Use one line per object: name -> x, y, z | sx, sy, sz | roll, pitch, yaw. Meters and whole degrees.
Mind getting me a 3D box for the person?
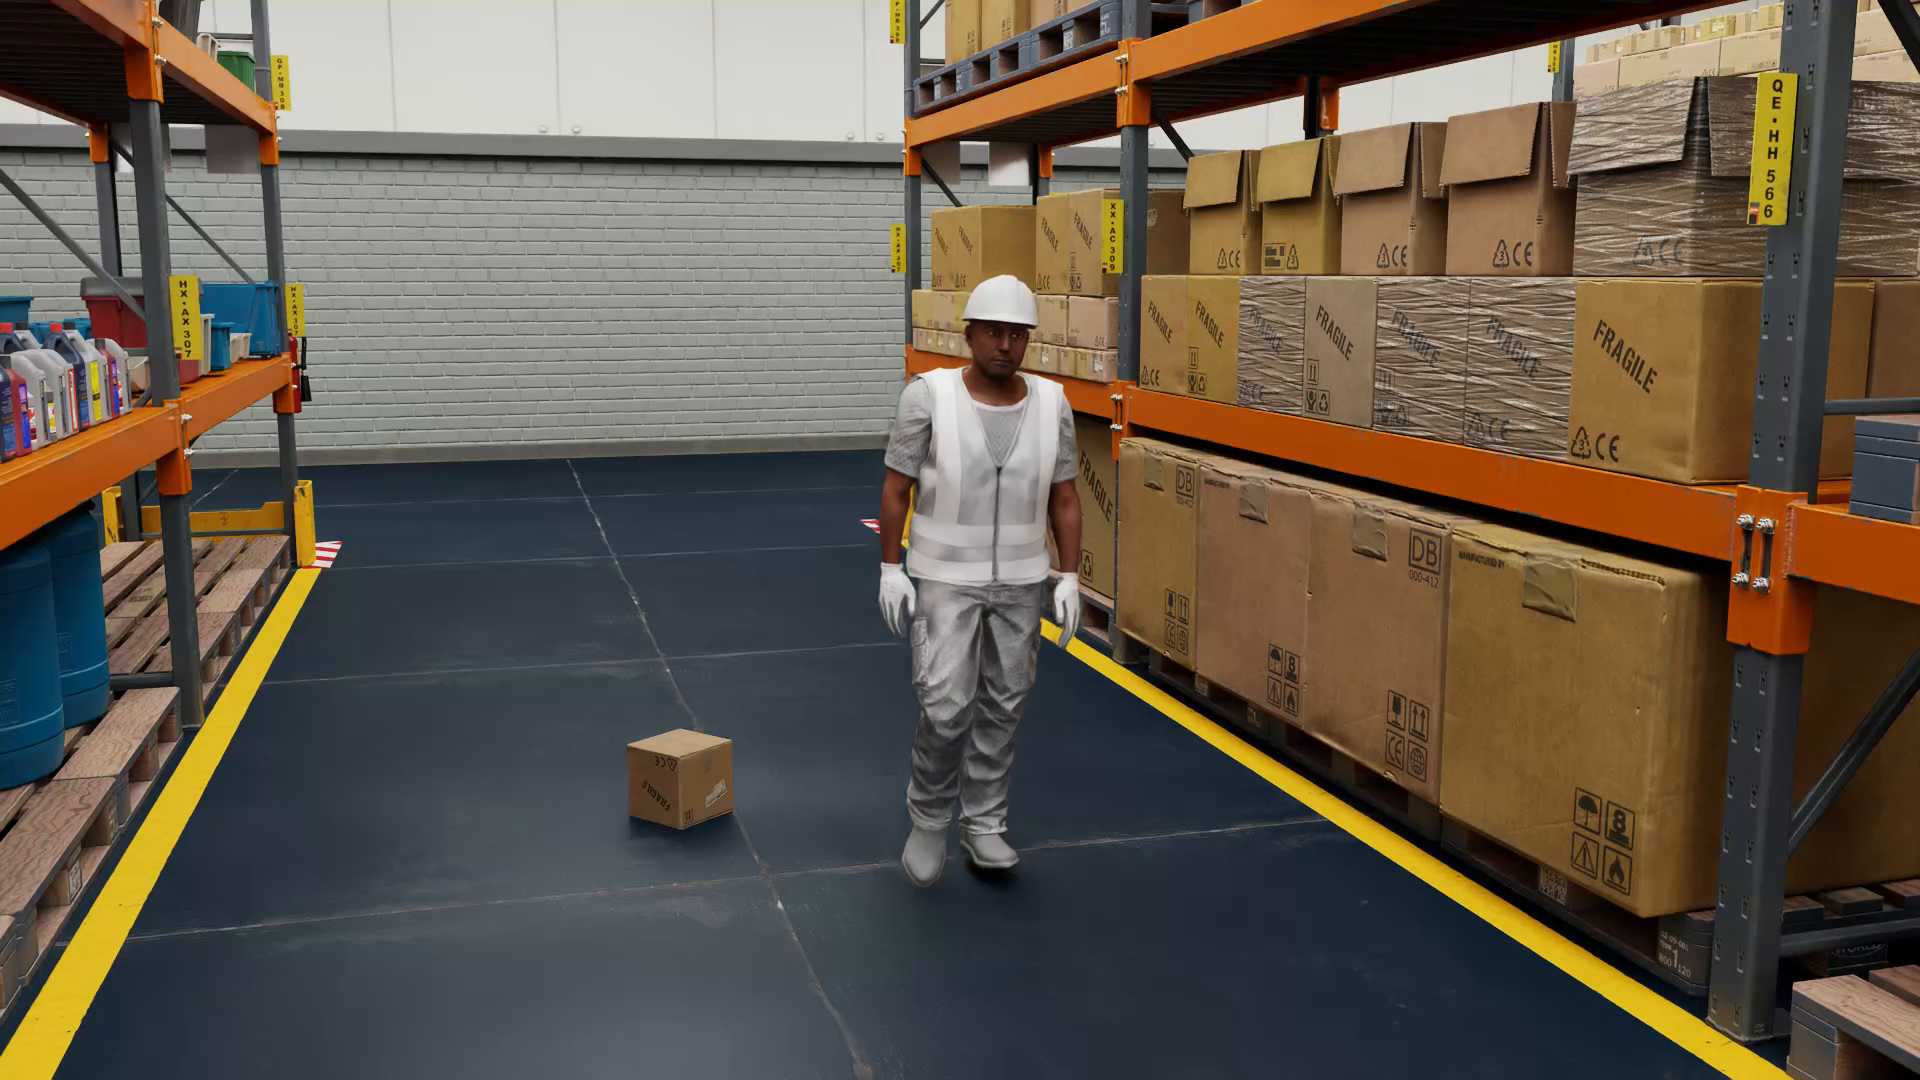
person -> 0.062, 0.135, 4.844 | 0.578, 1.794, 0.483 | -3, 10, -19
